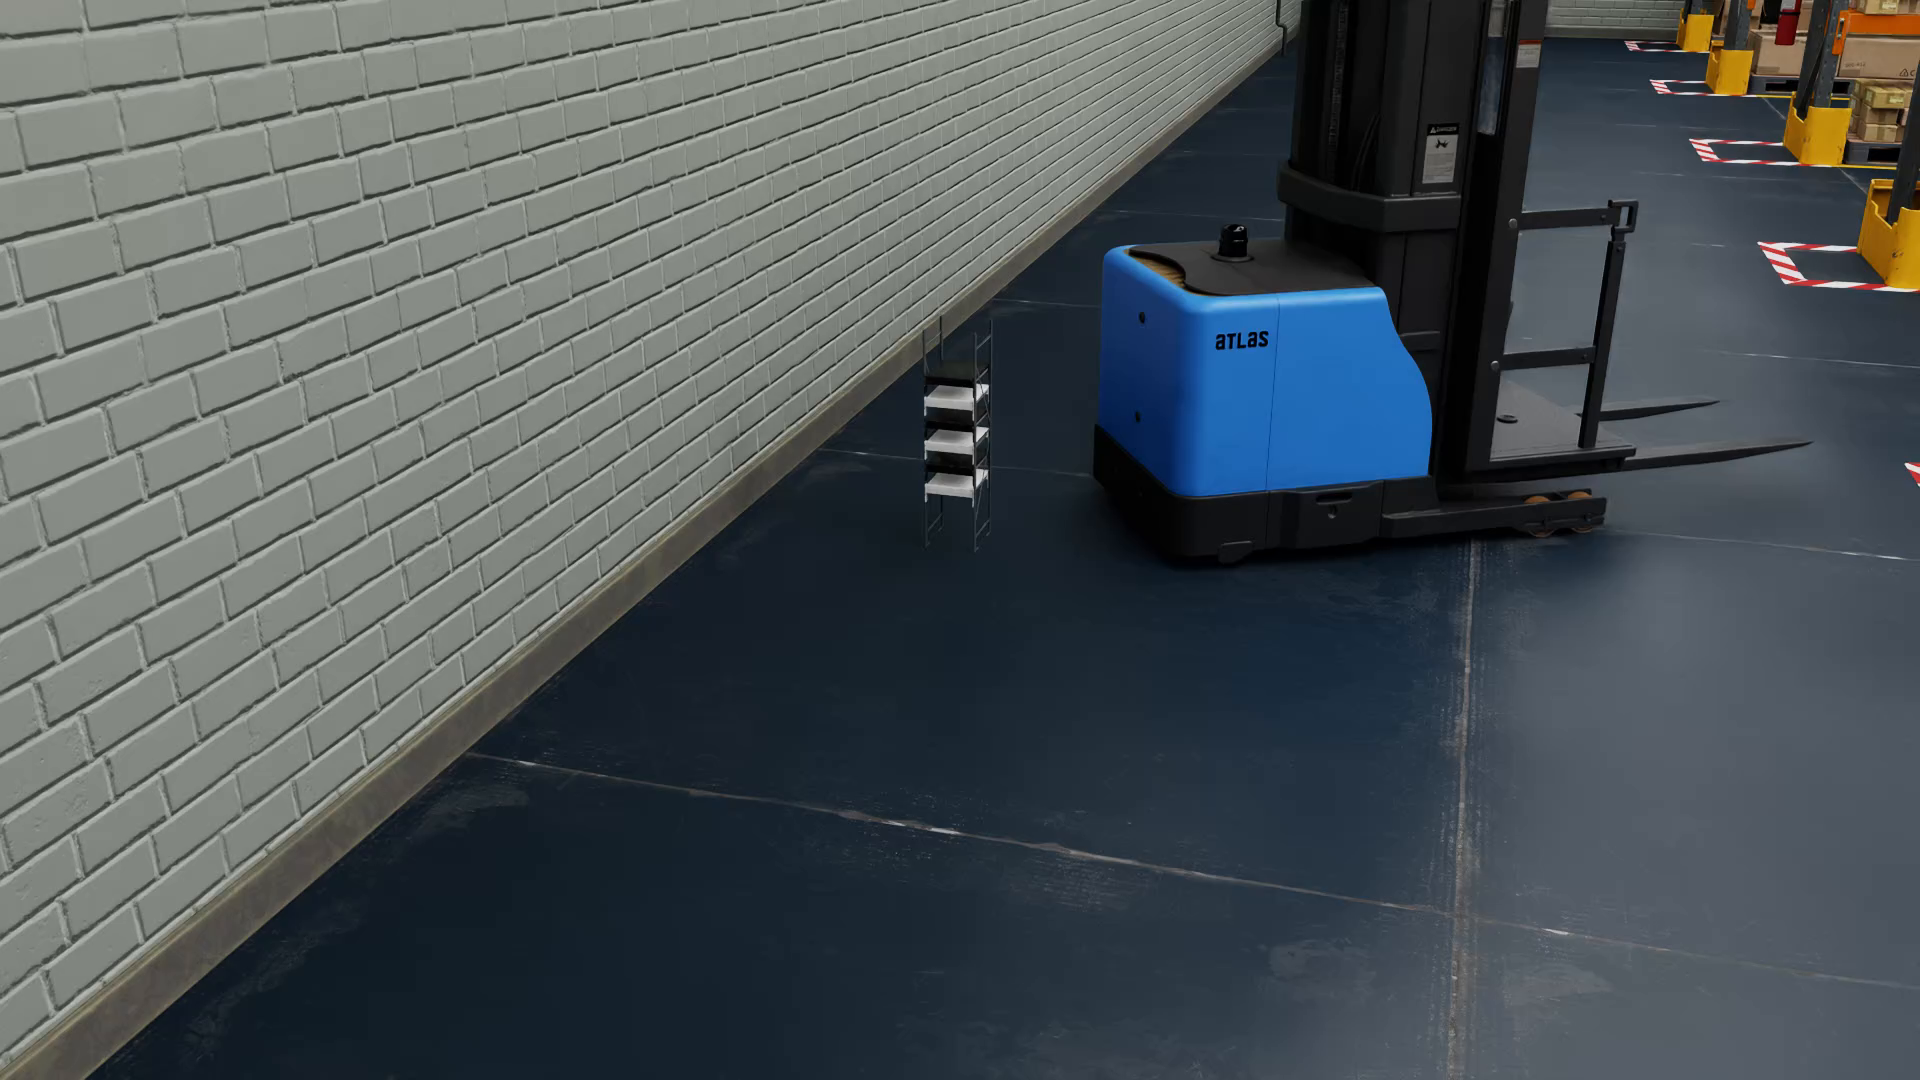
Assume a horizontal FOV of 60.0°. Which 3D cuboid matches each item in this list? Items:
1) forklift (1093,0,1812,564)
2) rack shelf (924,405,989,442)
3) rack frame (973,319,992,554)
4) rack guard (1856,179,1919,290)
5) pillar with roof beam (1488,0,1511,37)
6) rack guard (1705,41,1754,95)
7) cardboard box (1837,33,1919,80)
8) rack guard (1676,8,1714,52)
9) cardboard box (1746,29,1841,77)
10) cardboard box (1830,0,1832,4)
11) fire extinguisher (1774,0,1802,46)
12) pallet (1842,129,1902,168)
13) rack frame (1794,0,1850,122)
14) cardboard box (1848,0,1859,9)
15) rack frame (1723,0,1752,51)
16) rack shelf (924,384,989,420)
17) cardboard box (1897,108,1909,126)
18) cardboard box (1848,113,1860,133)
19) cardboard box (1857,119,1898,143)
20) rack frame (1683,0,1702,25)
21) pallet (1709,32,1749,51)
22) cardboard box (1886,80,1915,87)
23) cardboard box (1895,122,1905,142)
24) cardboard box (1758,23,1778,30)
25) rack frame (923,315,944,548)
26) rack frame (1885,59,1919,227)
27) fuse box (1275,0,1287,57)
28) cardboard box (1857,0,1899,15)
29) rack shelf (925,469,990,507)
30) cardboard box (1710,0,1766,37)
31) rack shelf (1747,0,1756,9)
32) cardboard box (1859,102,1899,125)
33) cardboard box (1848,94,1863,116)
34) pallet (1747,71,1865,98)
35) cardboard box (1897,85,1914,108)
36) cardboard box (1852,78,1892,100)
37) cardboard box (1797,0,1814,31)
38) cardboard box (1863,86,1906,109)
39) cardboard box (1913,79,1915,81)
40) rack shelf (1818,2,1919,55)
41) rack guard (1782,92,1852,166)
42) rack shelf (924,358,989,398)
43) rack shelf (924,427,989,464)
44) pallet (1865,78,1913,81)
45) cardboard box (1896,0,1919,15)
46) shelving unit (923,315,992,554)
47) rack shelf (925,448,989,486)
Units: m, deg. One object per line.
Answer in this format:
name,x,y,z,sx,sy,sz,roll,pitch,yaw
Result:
forklift,2.156,-1.554,6.696,3.031,2.935,1.130,-6,23,-14
rack shelf,-0.008,-0.470,6.580,0.200,0.077,0.258,7,23,16
rack frame,0.090,-0.406,6.574,0.006,0.900,0.240,7,23,16
rack guard,6.334,-2.055,11.120,0.348,0.500,1.175,7,23,16
pillar with roof beam,7.085,-10.447,20.382,0.400,9.000,9.100,7,23,16
rack guard,9.196,-5.655,19.898,0.348,0.500,1.175,7,23,16
cardboard box,10.759,-5.685,19.499,0.875,0.438,0.875,7,23,17
rack guard,10.722,-7.448,24.269,0.348,0.500,1.175,7,23,16
cardboard box,9.880,-5.782,19.736,0.875,0.438,0.875,6,23,14
cardboard box,12.492,-7.347,23.469,0.500,0.500,0.500,7,23,17
fire extinguisher,7.778,-4.986,15.567,0.183,0.674,0.296,7,23,16
pallet,8.727,-3.599,15.266,1.213,0.211,1.003,7,23,16
rack frame,7.886,-4.999,15.006,0.127,3.000,1.000,7,23,16
cardboard box,8.280,-4.950,15.217,0.250,0.149,0.380,7,23,16
rack frame,9.219,-6.809,19.417,0.127,3.000,1.000,7,23,16
rack shelf,-0.008,-0.553,6.546,0.200,0.077,0.258,7,23,16
cardboard box,8.560,-3.811,14.920,0.250,0.149,0.380,6,23,15
cardboard box,8.450,-3.893,15.511,0.250,0.149,0.380,7,23,16
cardboard box,8.295,-3.701,15.043,0.250,0.149,0.380,7,23,17
rack frame,10.650,-8.613,23.815,0.127,3.000,1.000,7,23,16
pallet,11.486,-7.227,24.111,1.213,0.211,1.003,7,23,16
cardboard box,8.690,-4.136,15.319,0.250,0.149,0.380,7,23,17
cardboard box,8.570,-3.702,15.046,0.250,0.149,0.380,6,23,15
cardboard box,11.603,-7.326,23.881,0.250,0.149,0.380,6,23,13
rack frame,-0.105,-0.428,6.629,0.006,0.900,0.240,7,23,16
rack frame,6.357,-3.208,10.639,0.127,3.000,1.000,7,23,16
fuse box,4.561,-7.570,22.970,0.414,1.711,0.539,7,23,16
cardboard box,8.102,-4.729,14.676,0.250,0.149,0.380,6,23,15
rack shelf,-0.008,-0.220,6.682,0.200,0.077,0.258,7,23,16
cardboard box,11.208,-7.551,23.961,0.637,0.503,0.797,6,23,13
rack shelf,11.134,-6.257,19.019,4.000,0.370,1.077,7,23,16
cardboard box,8.314,-3.862,15.043,0.250,0.149,0.380,8,23,18
cardboard box,8.474,-4.058,15.522,0.250,0.149,0.380,6,23,14
pallet,10.007,-5.460,19.802,1.213,0.211,1.003,7,23,16
cardboard box,8.588,-3.983,14.946,0.250,0.149,0.380,7,23,16
cardboard box,8.466,-4.184,15.437,0.250,0.149,0.380,7,23,16
cardboard box,12.015,-7.441,23.699,0.500,0.500,0.700,8,23,18
cardboard box,8.290,-3.969,14.913,0.250,0.149,0.380,5,23,13
cardboard box,8.975,-4.153,15.362,0.250,0.149,0.380,6,23,14
rack shelf,9.801,-4.447,14.608,4.000,0.370,1.077,7,23,16
rack guard,7.959,-3.835,15.460,0.348,0.500,1.175,7,23,16
rack shelf,-0.008,-0.636,6.512,0.200,0.077,0.258,7,23,16
rack shelf,-0.008,-0.386,6.614,0.200,0.077,0.258,7,23,16
pallet,11.172,-5.325,19.474,1.213,0.211,1.003,7,23,16
cardboard box,8.357,-4.716,14.645,0.250,0.149,0.380,7,23,17
shelving unit,-0.008,-0.417,6.601,0.210,0.900,0.258,7,23,16
rack shelf,-0.008,-0.303,6.648,0.200,0.077,0.258,7,23,16
